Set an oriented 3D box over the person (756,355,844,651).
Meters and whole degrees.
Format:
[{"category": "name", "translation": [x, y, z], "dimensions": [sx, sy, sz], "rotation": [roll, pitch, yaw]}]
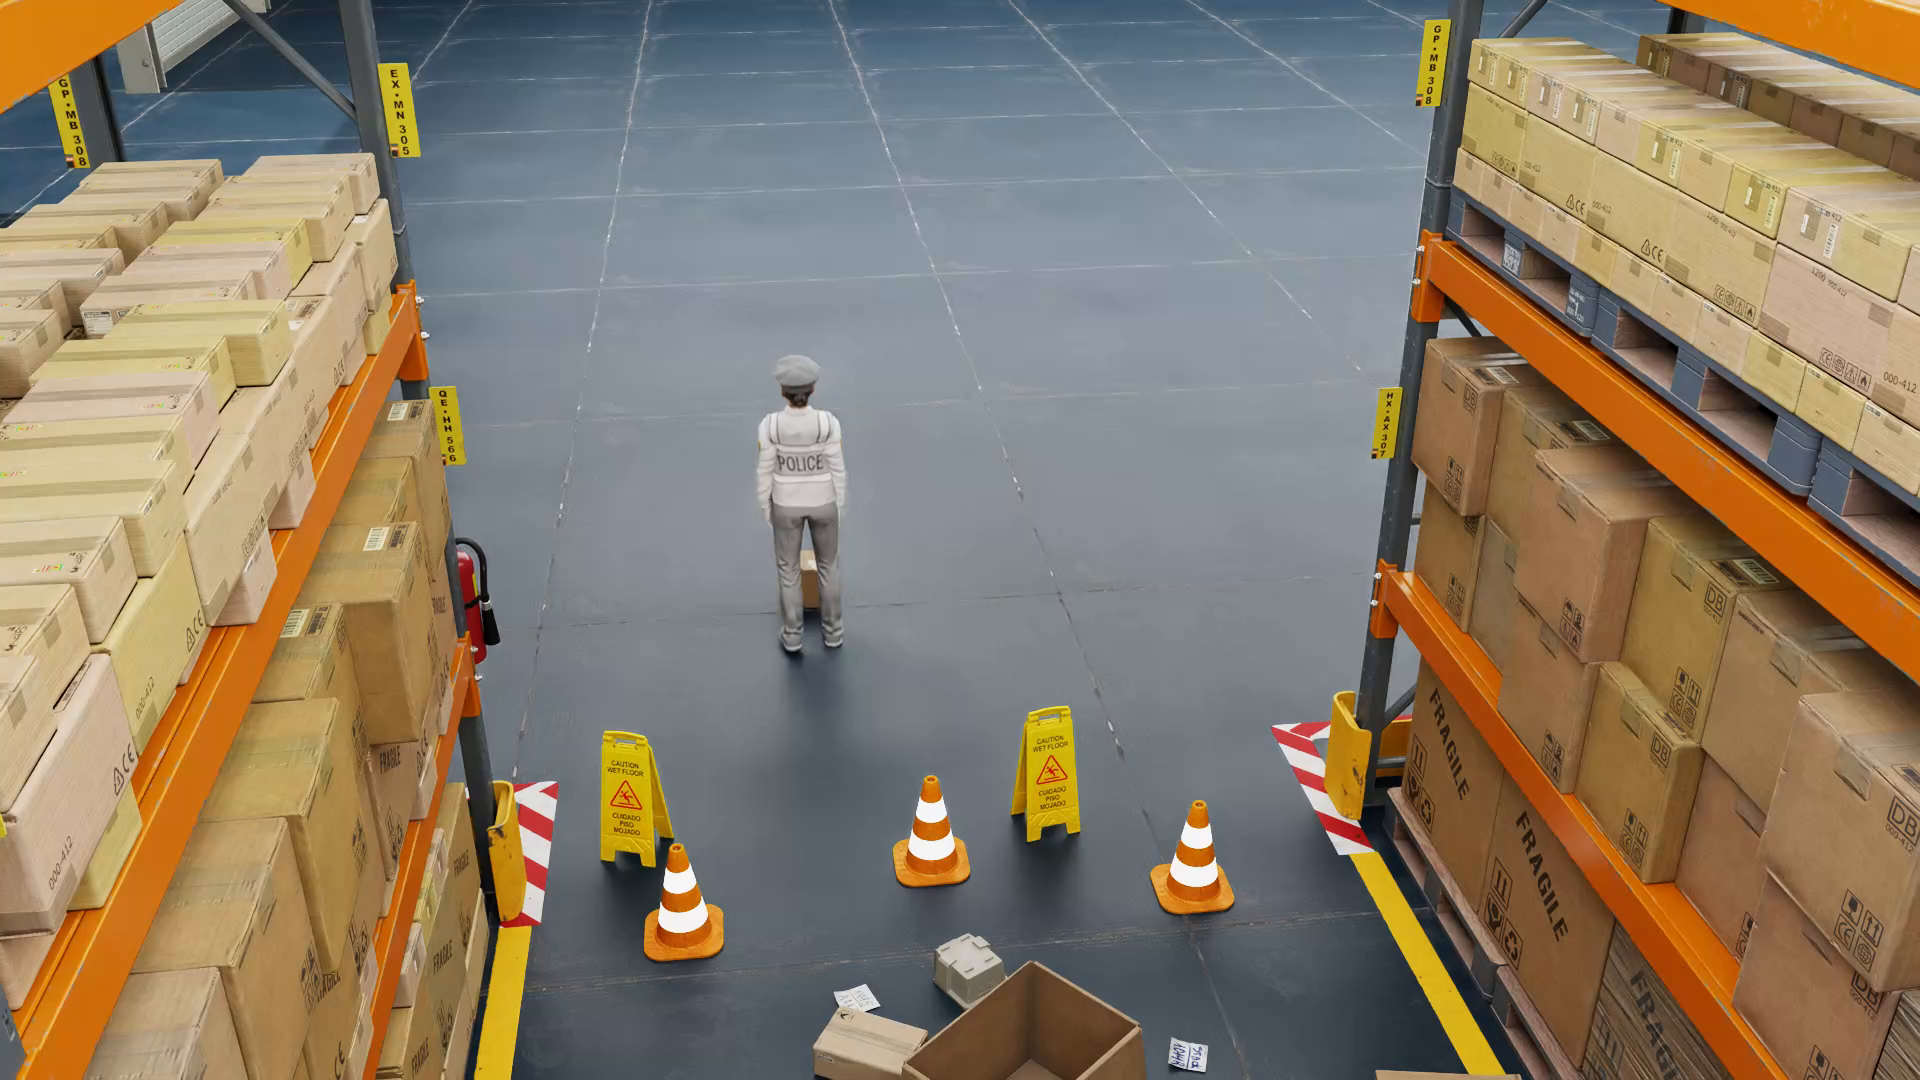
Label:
[{"category": "person", "translation": [-0.853, -0.187, 8.972], "dimensions": [0.466, 1.680, 0.338], "rotation": [-3, 27, -6]}]
